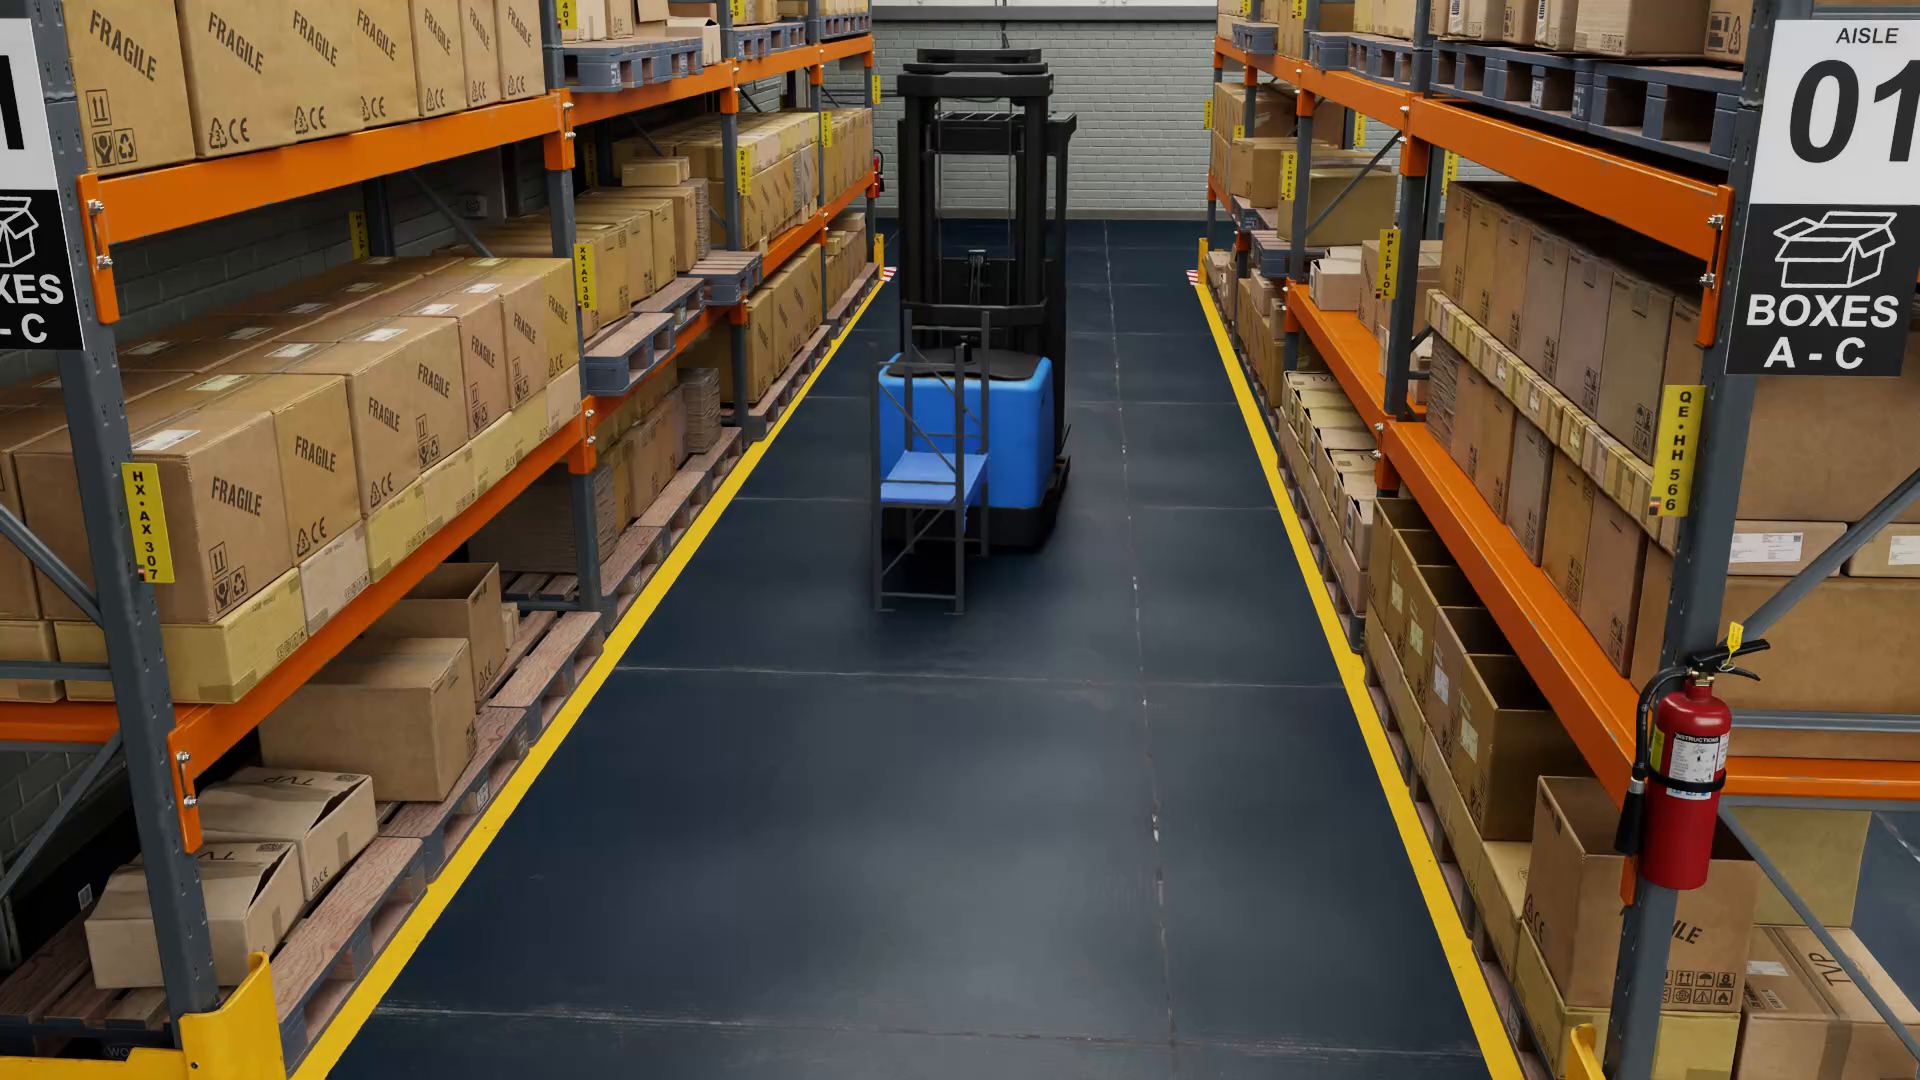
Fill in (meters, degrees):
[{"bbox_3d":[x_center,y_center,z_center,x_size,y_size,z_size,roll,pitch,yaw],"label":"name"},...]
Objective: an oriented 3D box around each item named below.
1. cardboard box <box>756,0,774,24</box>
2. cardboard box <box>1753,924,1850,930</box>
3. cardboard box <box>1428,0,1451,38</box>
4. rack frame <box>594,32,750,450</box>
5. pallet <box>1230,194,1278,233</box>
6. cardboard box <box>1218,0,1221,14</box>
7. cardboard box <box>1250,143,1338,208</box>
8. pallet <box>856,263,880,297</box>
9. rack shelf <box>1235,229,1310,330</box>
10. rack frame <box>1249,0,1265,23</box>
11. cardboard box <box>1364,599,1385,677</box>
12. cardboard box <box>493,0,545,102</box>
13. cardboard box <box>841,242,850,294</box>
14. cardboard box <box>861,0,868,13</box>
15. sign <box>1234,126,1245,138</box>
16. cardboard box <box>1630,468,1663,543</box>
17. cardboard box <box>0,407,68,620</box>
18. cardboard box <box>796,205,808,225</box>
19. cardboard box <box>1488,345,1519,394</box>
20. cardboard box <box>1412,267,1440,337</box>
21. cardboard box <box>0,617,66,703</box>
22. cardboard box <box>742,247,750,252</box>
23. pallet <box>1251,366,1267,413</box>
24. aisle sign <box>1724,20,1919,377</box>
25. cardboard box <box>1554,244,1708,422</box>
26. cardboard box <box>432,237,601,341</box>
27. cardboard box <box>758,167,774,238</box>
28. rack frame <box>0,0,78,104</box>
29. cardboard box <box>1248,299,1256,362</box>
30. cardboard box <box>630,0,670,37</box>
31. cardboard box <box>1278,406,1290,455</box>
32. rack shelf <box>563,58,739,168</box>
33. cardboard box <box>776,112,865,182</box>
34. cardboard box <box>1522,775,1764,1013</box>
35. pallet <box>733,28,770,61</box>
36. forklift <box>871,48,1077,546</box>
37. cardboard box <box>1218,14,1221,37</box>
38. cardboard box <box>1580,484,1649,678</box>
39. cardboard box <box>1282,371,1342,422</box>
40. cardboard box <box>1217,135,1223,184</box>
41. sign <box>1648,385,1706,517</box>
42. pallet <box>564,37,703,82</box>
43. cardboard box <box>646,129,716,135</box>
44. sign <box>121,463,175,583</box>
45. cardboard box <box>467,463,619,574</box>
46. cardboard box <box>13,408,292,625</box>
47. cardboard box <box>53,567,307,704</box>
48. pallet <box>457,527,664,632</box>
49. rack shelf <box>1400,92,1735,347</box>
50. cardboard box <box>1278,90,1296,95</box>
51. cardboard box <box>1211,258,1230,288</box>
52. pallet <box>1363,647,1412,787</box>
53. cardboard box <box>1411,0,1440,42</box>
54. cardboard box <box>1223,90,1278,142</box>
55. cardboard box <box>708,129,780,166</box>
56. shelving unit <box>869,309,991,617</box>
[{"bbox_3d":[-1.954,-4.607,13.982,0.700,0.500,0.500,1,18,3],"label":"cardboard box"},{"bbox_3d":[2.567,1.256,5.514,0.500,0.250,0.500,1,18,4],"label":"cardboard box"},{"bbox_3d":[2.262,-2.365,6.946,0.500,0.500,0.500,3,18,8],"label":"cardboard box"},{"bbox_3d":[-2.093,-2.128,12.101,1.000,3.000,0.127,1,18,4],"label":"rack frame"},{"bbox_3d":[2.969,-2.924,14.838,1.003,0.211,1.213,1,18,4],"label":"pallet"},{"bbox_3d":[3.125,-5.941,18.359,0.500,0.250,0.500,1,18,4],"label":"cardboard box"},{"bbox_3d":[2.892,-3.151,14.387,0.700,0.500,0.500,4,19,13],"label":"cardboard box"},{"bbox_3d":[-1.499,-3.038,19.355,1.003,0.211,1.213,1,18,4],"label":"pallet"},{"bbox_3d":[2.991,-2.298,13.775,1.077,0.370,4.000,1,18,4],"label":"rack shelf"},{"bbox_3d":[3.135,-6.112,14.624,1.000,3.000,0.127,1,18,4],"label":"rack frame"},{"bbox_3d":[2.226,0.468,7.919,0.500,0.250,0.500,1,18,4],"label":"cardboard box"},{"bbox_3d":[-2.170,-2.205,7.326,0.500,0.500,0.500,2,18,5],"label":"cardboard box"},{"bbox_3d":[-1.572,-2.928,17.880,0.700,0.500,0.500,2,18,5],"label":"cardboard box"},{"bbox_3d":[-1.307,-5.981,18.447,0.500,0.250,0.500,2,18,6],"label":"cardboard box"},{"bbox_3d":[2.593,-3.682,15.453,0.100,0.325,0.005,1,18,4],"label":"sign"},{"bbox_3d":[2.129,-0.094,4.691,0.380,0.149,0.250,2,18,5],"label":"cardboard box"},{"bbox_3d":[-2.845,-0.089,4.883,0.500,0.500,0.500,1,18,3],"label":"cardboard box"},{"bbox_3d":[-1.567,-2.908,14.851,0.380,0.149,0.250,1,18,4],"label":"cardboard box"},{"bbox_3d":[2.260,-0.653,6.396,0.380,0.149,0.250,1,18,2],"label":"cardboard box"},{"bbox_3d":[2.670,-1.226,9.186,0.500,0.500,0.500,3,18,8],"label":"cardboard box"},{"bbox_3d":[-2.827,0.269,4.995,0.500,0.250,0.500,2,18,5],"label":"cardboard box"},{"bbox_3d":[-1.812,-2.193,12.671,0.380,0.149,0.250,2,18,5],"label":"cardboard box"},{"bbox_3d":[3.029,-1.303,14.059,1.003,0.211,1.213,1,18,4],"label":"pallet"},{"bbox_3d":[1.977,-0.756,3.737,0.394,0.787,0.004,1,18,4],"label":"aisle sign"},{"bbox_3d":[2.392,-0.679,5.435,0.700,0.500,0.500,1,18,4],"label":"cardboard box"},{"bbox_3d":[-2.310,-1.300,8.705,0.700,0.500,0.500,1,18,4],"label":"cardboard box"},{"bbox_3d":[-1.756,-2.634,12.975,0.500,0.500,0.500,2,18,6],"label":"cardboard box"},{"bbox_3d":[-2.667,-2.494,3.584,1.000,3.000,0.127,1,18,4],"label":"rack frame"},{"bbox_3d":[2.787,-1.817,14.458,0.500,0.500,0.500,2,18,5],"label":"cardboard box"},{"bbox_3d":[-2.279,-3.212,10.392,0.797,0.503,0.637,4,19,12],"label":"cardboard box"},{"bbox_3d":[2.518,-0.756,11.653,0.500,0.250,0.500,1,18,4],"label":"cardboard box"},{"bbox_3d":[-2.237,-2.591,9.850,1.077,0.370,4.000,1,18,4],"label":"rack shelf"},{"bbox_3d":[-1.587,-4.371,18.462,0.980,0.700,0.700,1,18,3],"label":"cardboard box"},{"bbox_3d":[2.016,1.043,4.959,0.500,0.500,0.500,1,18,4],"label":"cardboard box"},{"bbox_3d":[-2.100,-3.665,12.277,1.213,0.211,1.003,2,18,6],"label":"pallet"},{"bbox_3d":[0.181,-1.771,11.122,1.130,2.935,3.031,3,18,8],"label":"forklift"},{"bbox_3d":[3.131,-5.704,18.436,0.500,0.250,0.500,1,18,4],"label":"cardboard box"},{"bbox_3d":[2.354,0.110,5.108,0.700,0.500,0.500,2,18,5],"label":"cardboard box"},{"bbox_3d":[2.518,-1.022,11.566,0.500,0.311,0.500,2,18,6],"label":"cardboard box"},{"bbox_3d":[3.056,-4.103,17.966,0.500,0.500,0.500,1,18,4],"label":"cardboard box"},{"bbox_3d":[1.734,-0.213,4.017,0.100,0.325,0.005,1,18,4],"label":"sign"},{"bbox_3d":[-2.158,-2.734,9.433,1.213,0.211,1.003,1,18,4],"label":"pallet"},{"bbox_3d":[-2.239,-3.150,13.343,0.500,0.250,0.500,1,18,3],"label":"cardboard box"},{"bbox_3d":[-2.126,-0.043,4.346,0.100,0.325,0.005,1,18,4],"label":"sign"},{"bbox_3d":[-2.344,-0.136,9.329,0.700,0.500,0.500,2,18,6],"label":"cardboard box"},{"bbox_3d":[-2.333,-0.080,4.854,0.500,0.500,0.500,1,18,4],"label":"cardboard box"},{"bbox_3d":[-2.315,0.274,4.979,0.500,0.250,0.500,1,18,2],"label":"cardboard box"},{"bbox_3d":[-2.326,0.197,9.482,1.003,0.211,1.213,1,18,4],"label":"pallet"},{"bbox_3d":[2.418,-1.239,5.725,1.077,0.370,4.000,1,18,4],"label":"rack shelf"},{"bbox_3d":[3.559,-4.404,17.280,0.500,0.500,0.500,2,18,6],"label":"cardboard box"},{"bbox_3d":[3.028,-2.933,18.265,0.500,0.250,0.500,1,18,4],"label":"cardboard box"},{"bbox_3d":[2.462,0.795,7.659,1.003,0.211,1.213,1,18,4],"label":"pallet"},{"bbox_3d":[2.652,-2.692,8.571,0.500,0.250,0.500,0,18,-1],"label":"cardboard box"},{"bbox_3d":[3.020,-4.419,17.324,0.500,0.500,0.500,1,18,3],"label":"cardboard box"},{"bbox_3d":[-1.734,-3.141,13.315,0.500,0.250,0.500,1,18,4],"label":"cardboard box"},{"bbox_3d":[-0.153,-0.465,9.432,0.538,1.500,1.048,3,18,8],"label":"shelving unit"}]
